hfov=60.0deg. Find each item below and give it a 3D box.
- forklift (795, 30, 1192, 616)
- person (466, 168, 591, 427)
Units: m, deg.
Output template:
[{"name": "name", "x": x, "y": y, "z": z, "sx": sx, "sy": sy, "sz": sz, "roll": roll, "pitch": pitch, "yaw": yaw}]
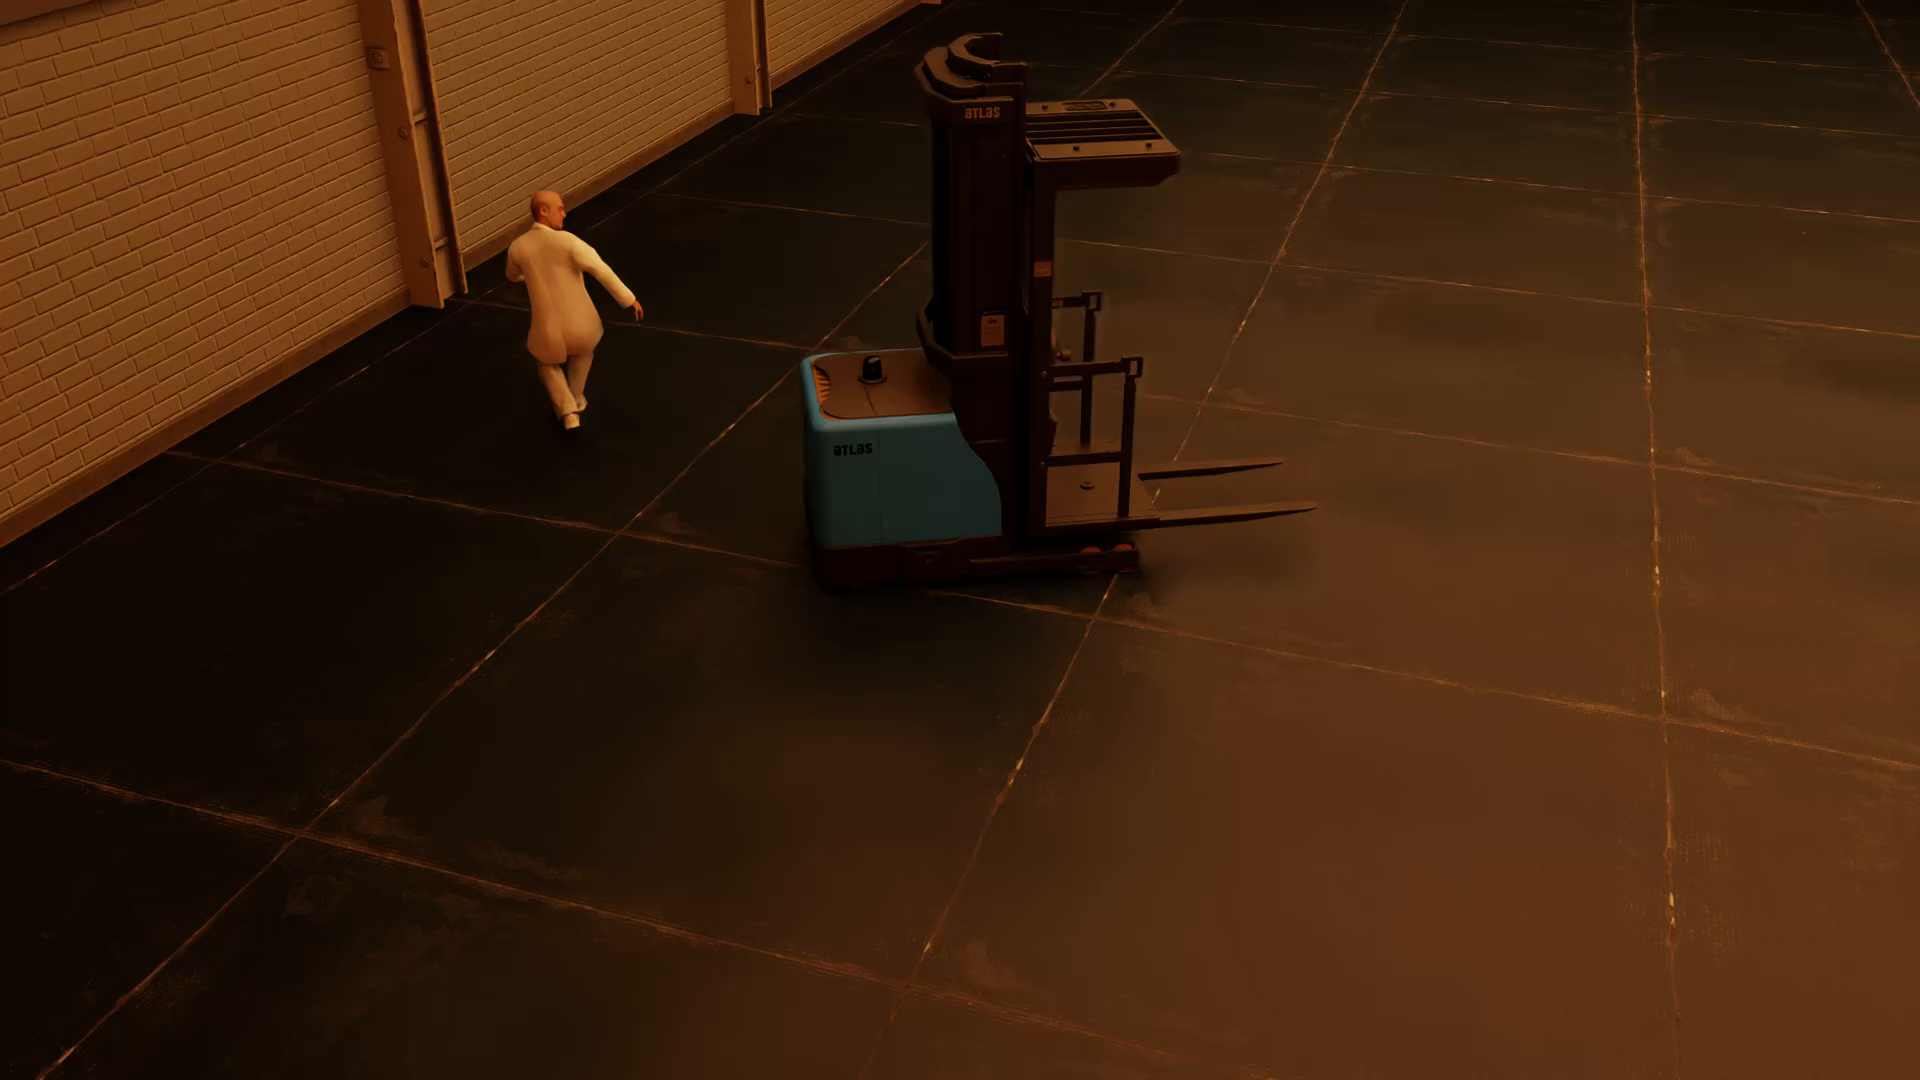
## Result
[{"name": "forklift", "x": 0.372, "y": -1.516, "z": 9.796, "sx": 1.130, "sy": 2.935, "sz": 3.031, "roll": 21, "pitch": 36, "yaw": 33}, {"name": "person", "x": -2.895, "y": -1.652, "z": 11.229, "sx": 0.794, "sy": 1.757, "sz": 0.554, "roll": 10, "pitch": 31, "yaw": 18}]
